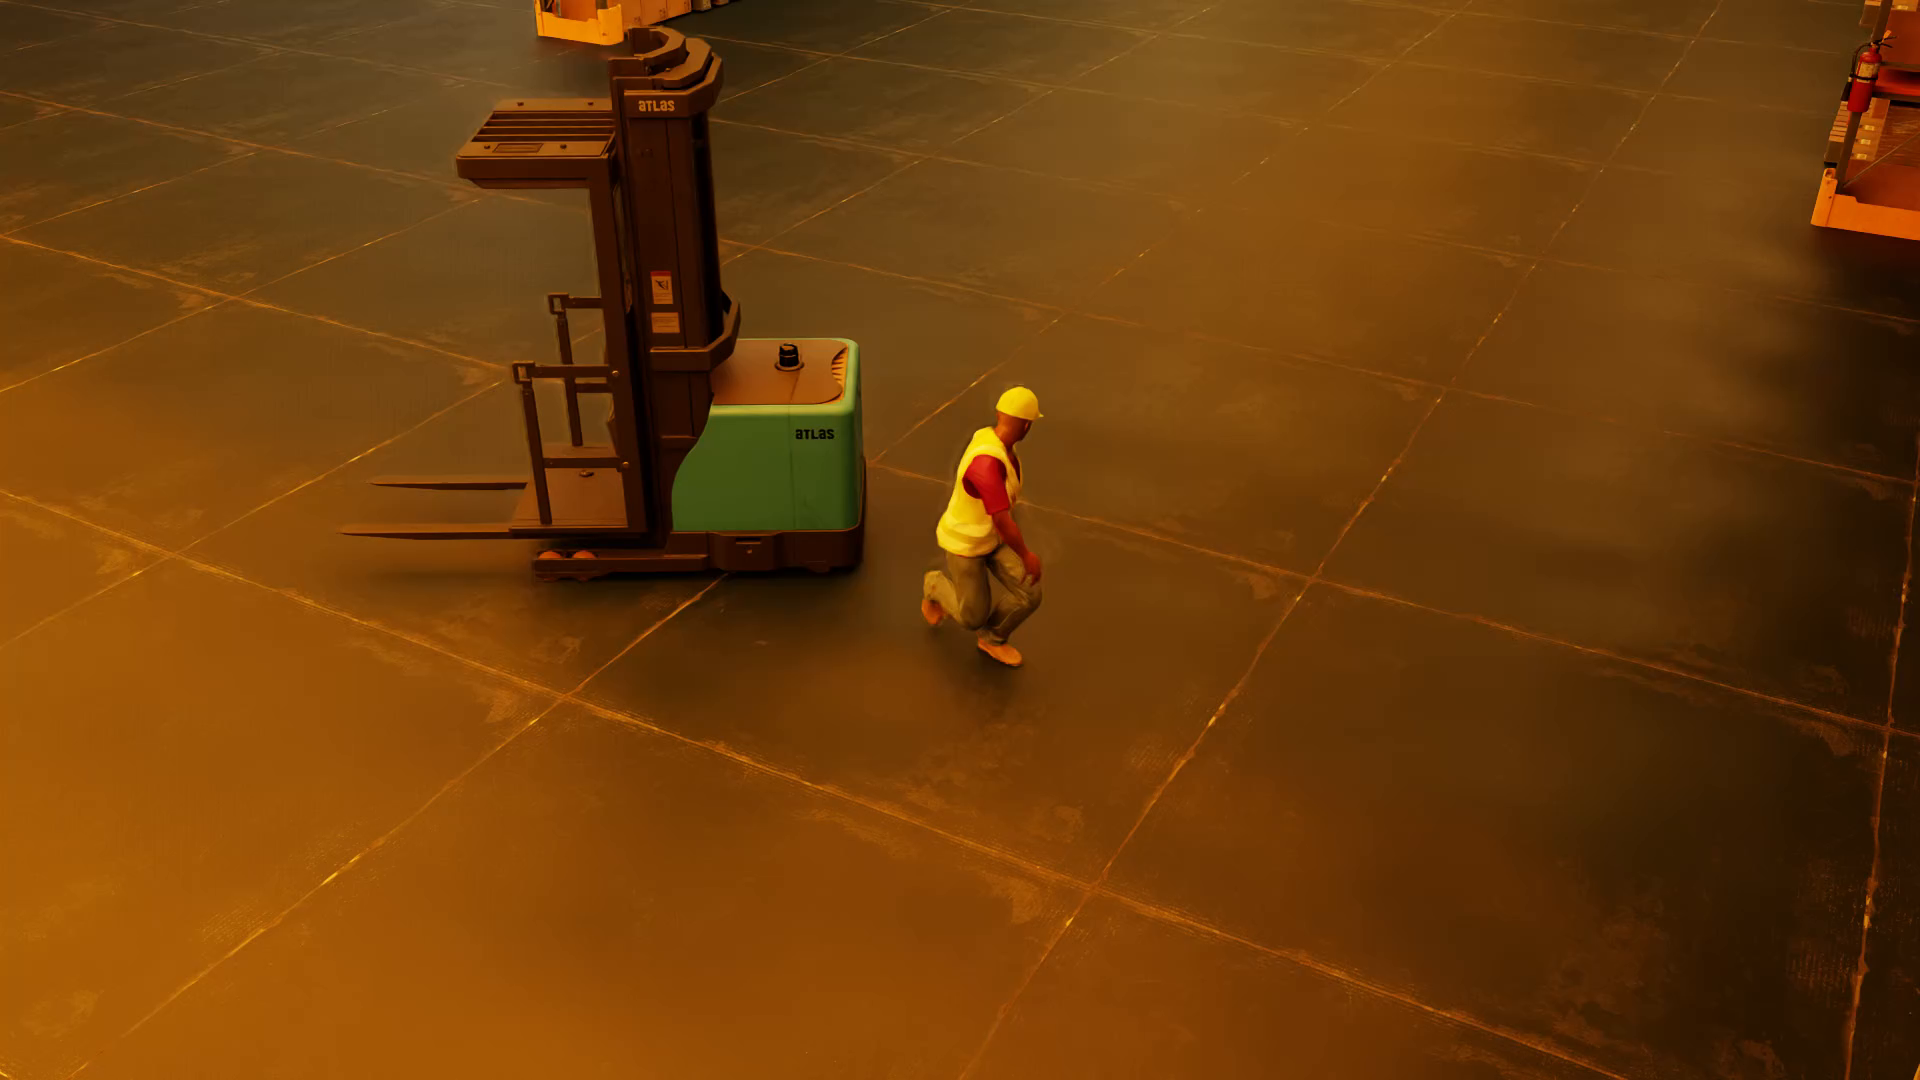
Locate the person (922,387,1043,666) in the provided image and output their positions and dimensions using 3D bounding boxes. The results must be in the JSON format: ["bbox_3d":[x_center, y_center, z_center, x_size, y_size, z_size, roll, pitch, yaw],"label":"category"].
[{"bbox_3d":[0.152,-0.097,8.670,0.833,1.542,0.680,19,35,30],"label":"person"}]

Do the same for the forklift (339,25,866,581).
[{"bbox_3d":[-2.093,-1.302,9.326,3.031,2.935,1.130,-1,30,-1],"label":"forklift"}]
